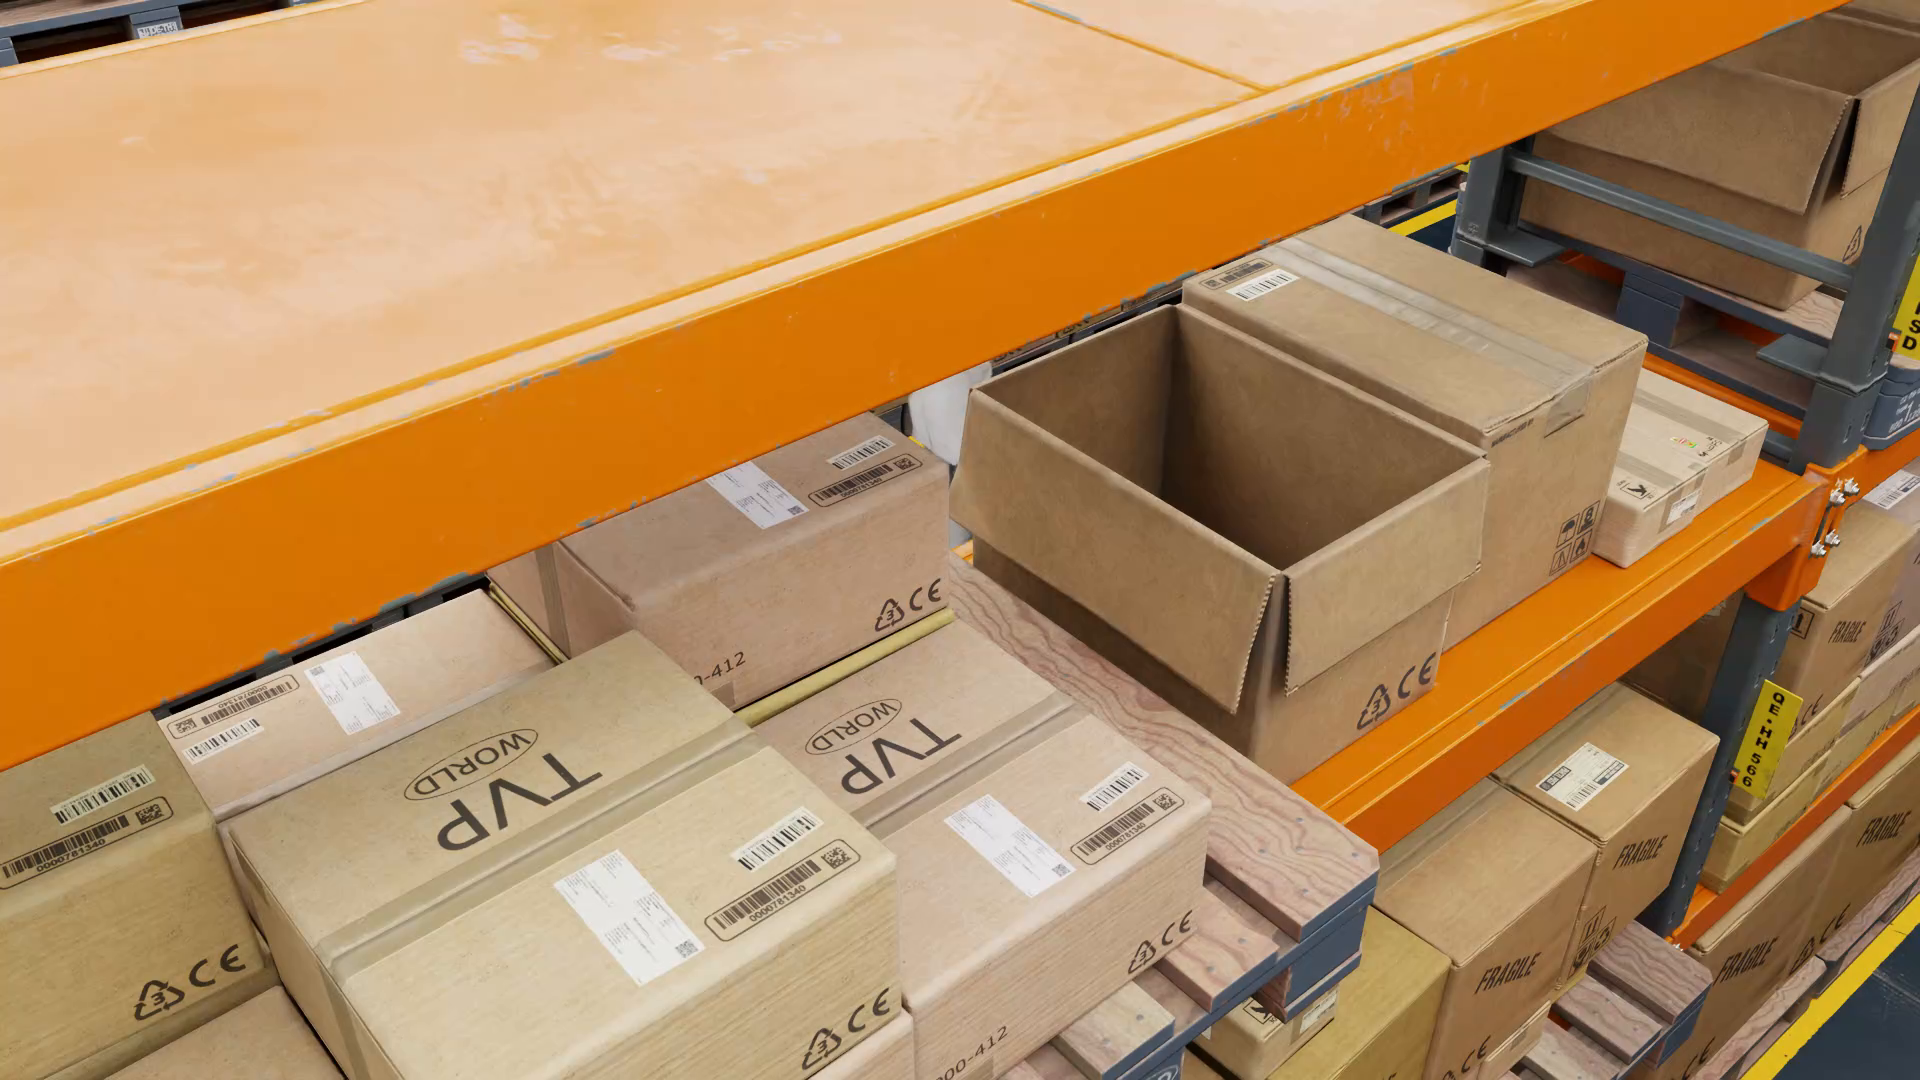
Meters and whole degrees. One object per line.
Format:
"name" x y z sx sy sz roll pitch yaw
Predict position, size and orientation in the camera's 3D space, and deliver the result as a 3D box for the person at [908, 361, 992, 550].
"person" -0.039 -0.649 7.594 0.376 1.761 0.572 -25 42 -31
